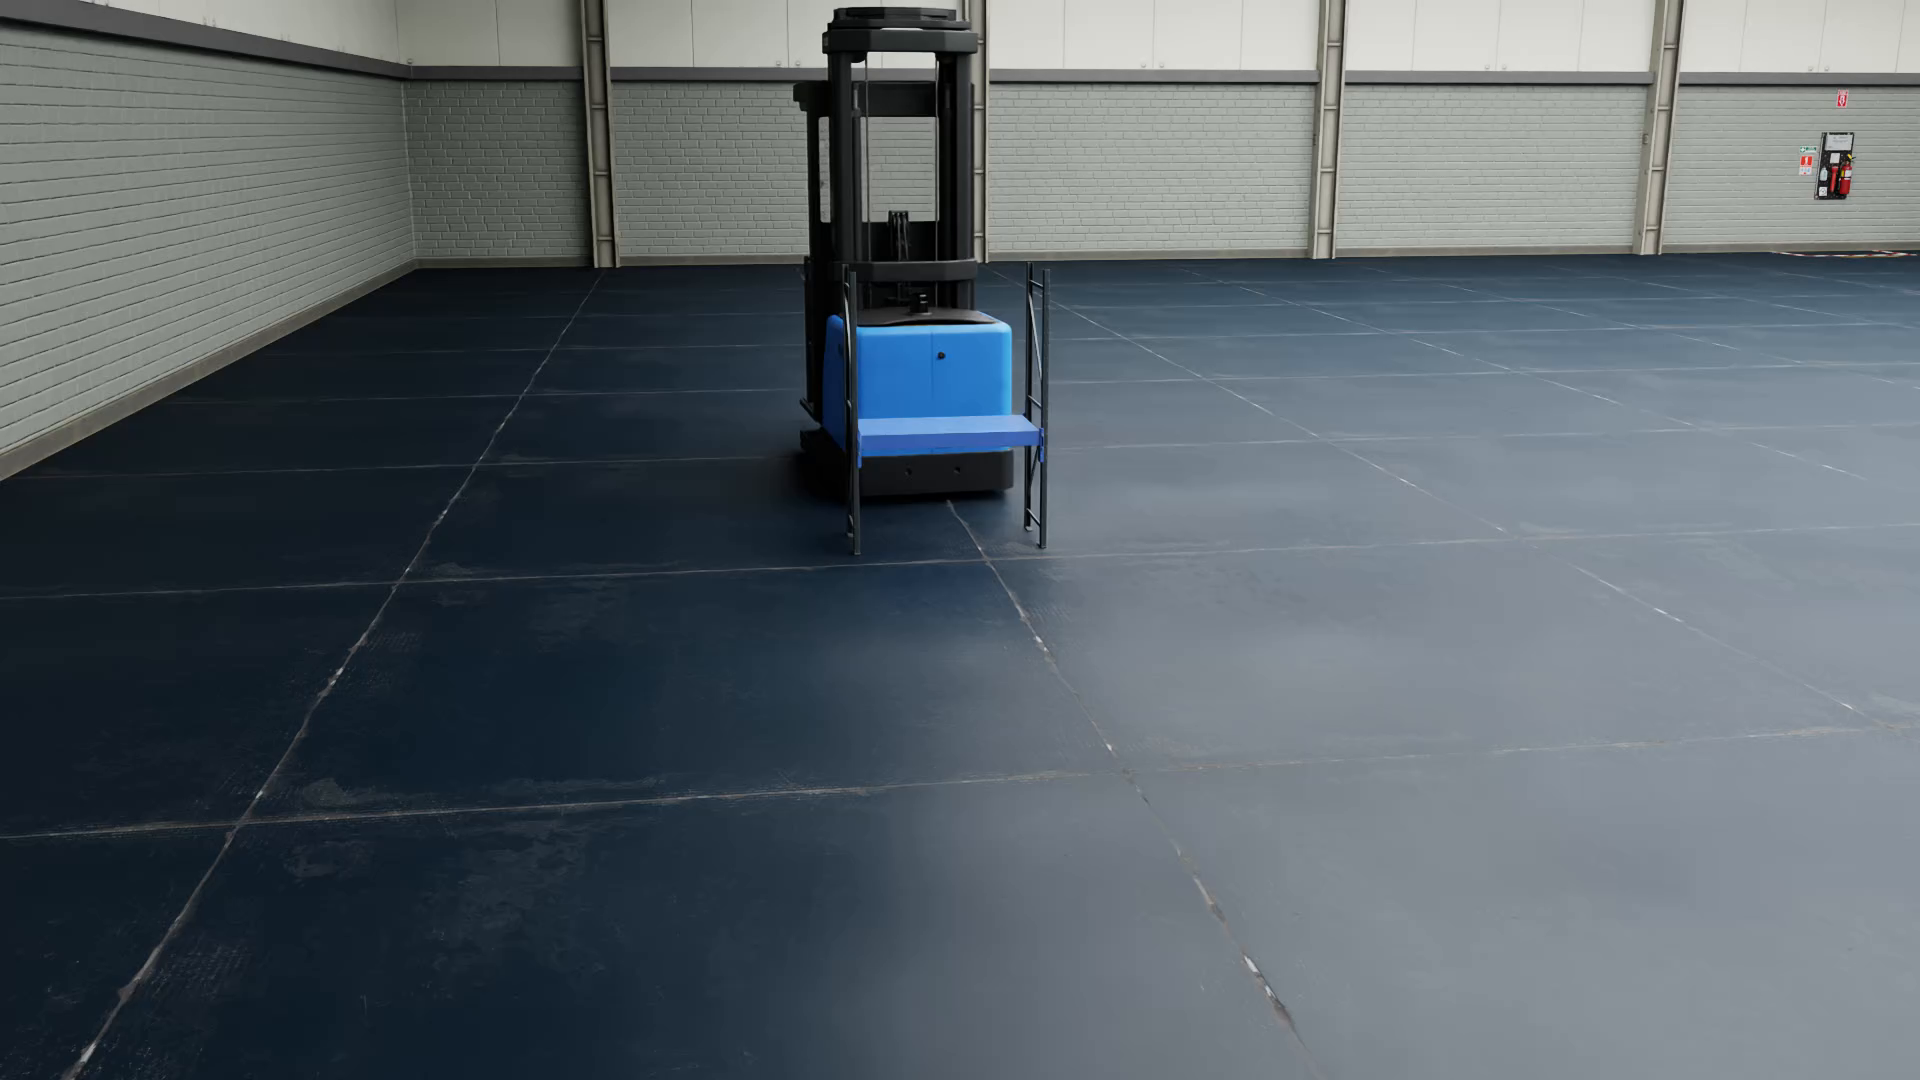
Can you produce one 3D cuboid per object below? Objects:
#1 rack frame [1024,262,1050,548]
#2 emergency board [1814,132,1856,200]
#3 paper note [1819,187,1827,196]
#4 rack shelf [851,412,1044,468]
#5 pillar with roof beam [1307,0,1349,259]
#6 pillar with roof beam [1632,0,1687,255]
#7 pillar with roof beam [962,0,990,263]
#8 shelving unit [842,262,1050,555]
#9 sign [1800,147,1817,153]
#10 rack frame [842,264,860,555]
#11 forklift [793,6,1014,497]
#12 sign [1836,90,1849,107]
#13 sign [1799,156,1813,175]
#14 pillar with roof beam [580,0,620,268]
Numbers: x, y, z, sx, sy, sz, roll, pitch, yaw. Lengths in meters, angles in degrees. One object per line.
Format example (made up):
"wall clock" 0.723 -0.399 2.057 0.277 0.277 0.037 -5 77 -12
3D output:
"rack frame" 0.418 -0.743 9.101 0.032 1.500 0.500 -2 14 -8
"emergency board" 15.603 -6.644 29.549 0.643 1.169 0.194 -2 14 -8
"paper note" 15.418 -6.227 29.697 0.142 0.148 0.016 -2 14 -8
"rack shelf" -0.084 -0.550 9.071 1.000 0.185 0.538 -2 14 -8
"pillar with roof beam" 6.828 -8.164 23.277 0.400 9.000 9.100 -2 14 -8
"pillar with roof beam" 12.761 -8.382 24.144 0.400 9.000 9.100 -2 14 -8
"pillar with roof beam" 0.895 -7.947 22.410 0.400 9.000 9.100 -2 14 -8
"shelving unit" -0.084 -0.724 9.027 1.048 1.500 0.538 -2 14 -8
"sign" 15.047 -6.921 29.492 0.331 0.109 0.001 -2 14 -8
"rack frame" -0.587 -0.706 8.954 0.032 1.500 0.500 -2 14 -8
"forklift" -0.499 -1.994 11.148 1.130 2.935 3.031 -3 14 -12
"sign" 15.580 -7.792 29.362 0.199 0.298 0.001 -2 14 -8
"sign" 15.041 -6.666 29.564 0.234 0.329 0.001 -2 14 -8
"pillar with roof beam" -5.038 -7.729 21.543 0.400 9.000 9.100 -2 14 -8
